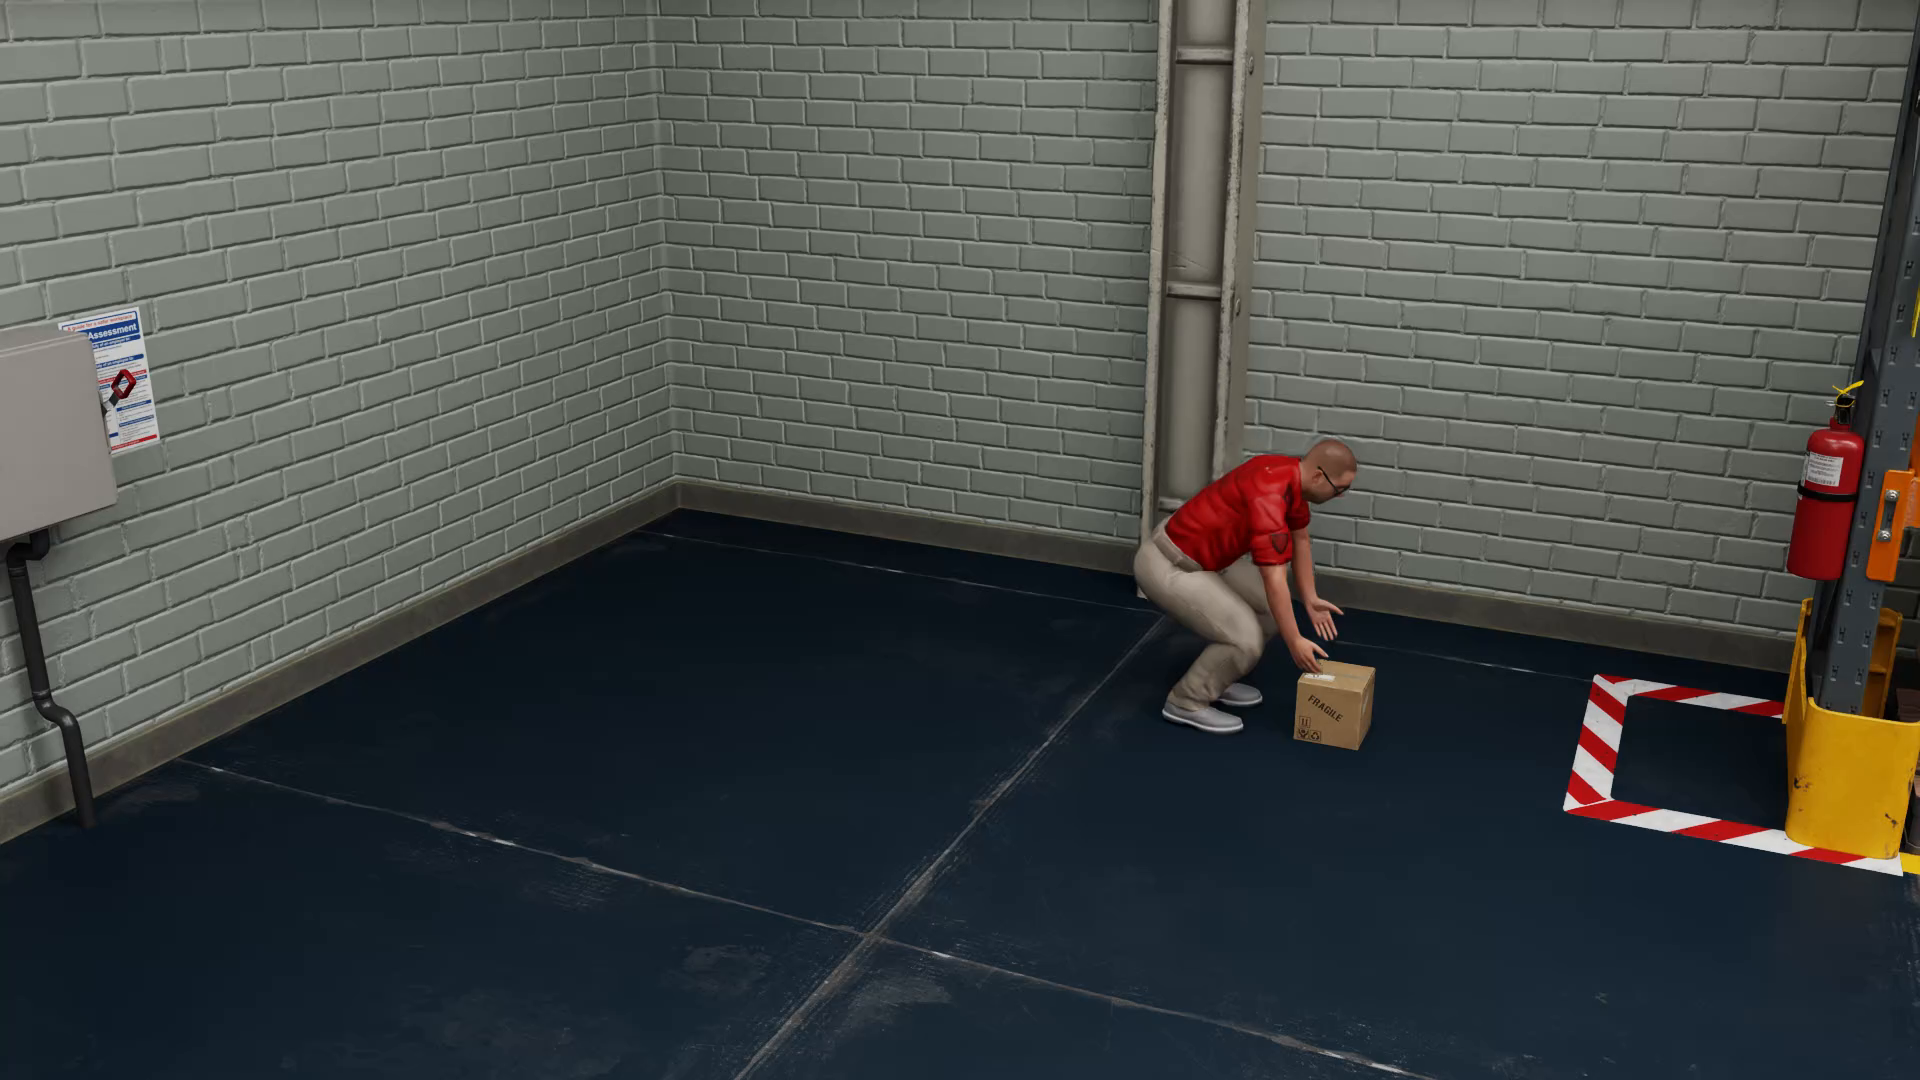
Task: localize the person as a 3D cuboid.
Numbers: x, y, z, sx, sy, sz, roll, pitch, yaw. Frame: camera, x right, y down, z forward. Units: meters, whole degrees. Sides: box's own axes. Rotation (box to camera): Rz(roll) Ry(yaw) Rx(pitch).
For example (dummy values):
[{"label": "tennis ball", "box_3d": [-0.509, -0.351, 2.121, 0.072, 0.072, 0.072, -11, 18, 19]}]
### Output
[{"label": "person", "box_3d": [1.111, 0.147, 6.545, 0.814, 1.161, 0.578, 8, 21, 23]}]
